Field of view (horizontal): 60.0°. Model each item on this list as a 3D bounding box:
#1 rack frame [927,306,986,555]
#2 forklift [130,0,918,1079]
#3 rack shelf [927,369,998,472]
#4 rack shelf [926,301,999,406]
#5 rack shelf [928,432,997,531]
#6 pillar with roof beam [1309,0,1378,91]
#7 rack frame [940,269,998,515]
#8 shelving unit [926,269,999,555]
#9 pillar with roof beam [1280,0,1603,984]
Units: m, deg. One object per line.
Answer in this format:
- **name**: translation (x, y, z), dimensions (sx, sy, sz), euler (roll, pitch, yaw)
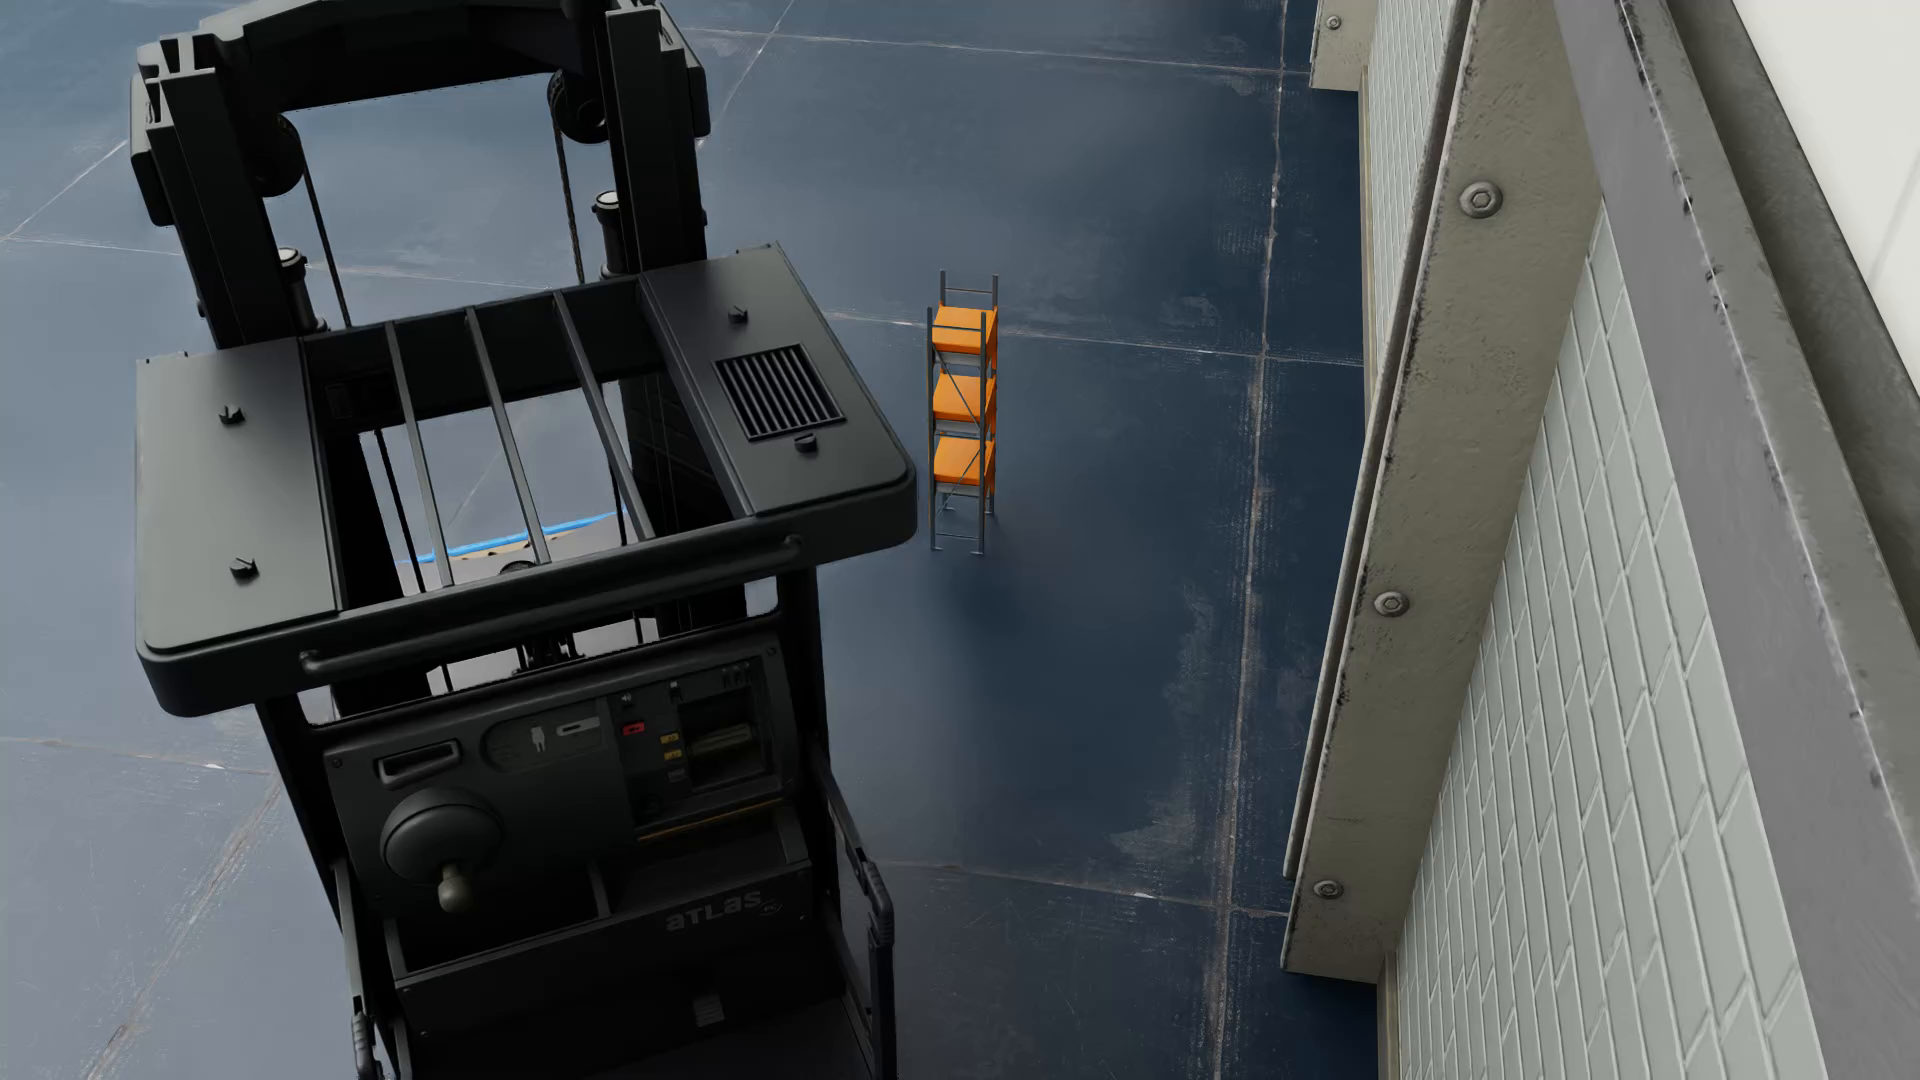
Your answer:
- **rack frame**: translation (-0.012, -0.362, 5.863), dimensions (0.200, 1.050, 0.008), euler (6, 40, 8)
- **forklift**: translation (-0.722, 0.557, 3.276), dimensions (1.130, 2.935, 3.031), euler (-14, 42, -16)
- **rack shelf**: translation (0.009, -0.430, 5.963), dimensions (0.215, 0.259, 0.240), euler (6, 40, 8)
- **rack shelf**: translation (0.009, -0.649, 5.782), dimensions (0.215, 0.259, 0.240), euler (6, 40, 8)
- **rack shelf**: translation (0.009, -0.216, 6.140), dimensions (0.215, 0.259, 0.240), euler (6, 40, 8)
- **pillar with roof beam**: translation (-2.097, -6.585, 7.153), dimensions (9.100, 9.000, 0.400), euler (6, 40, 8)
- **rack frame**: translation (0.030, -0.515, 6.049), dimensions (0.200, 1.050, 0.008), euler (6, 40, 8)
- **shelving unit**: translation (0.009, -0.438, 5.956), dimensions (0.215, 1.050, 0.252), euler (6, 40, 8)
- **pillar with roof beam**: translation (-3.136, -2.820, 2.598), dimensions (9.100, 9.000, 0.400), euler (6, 40, 8)
